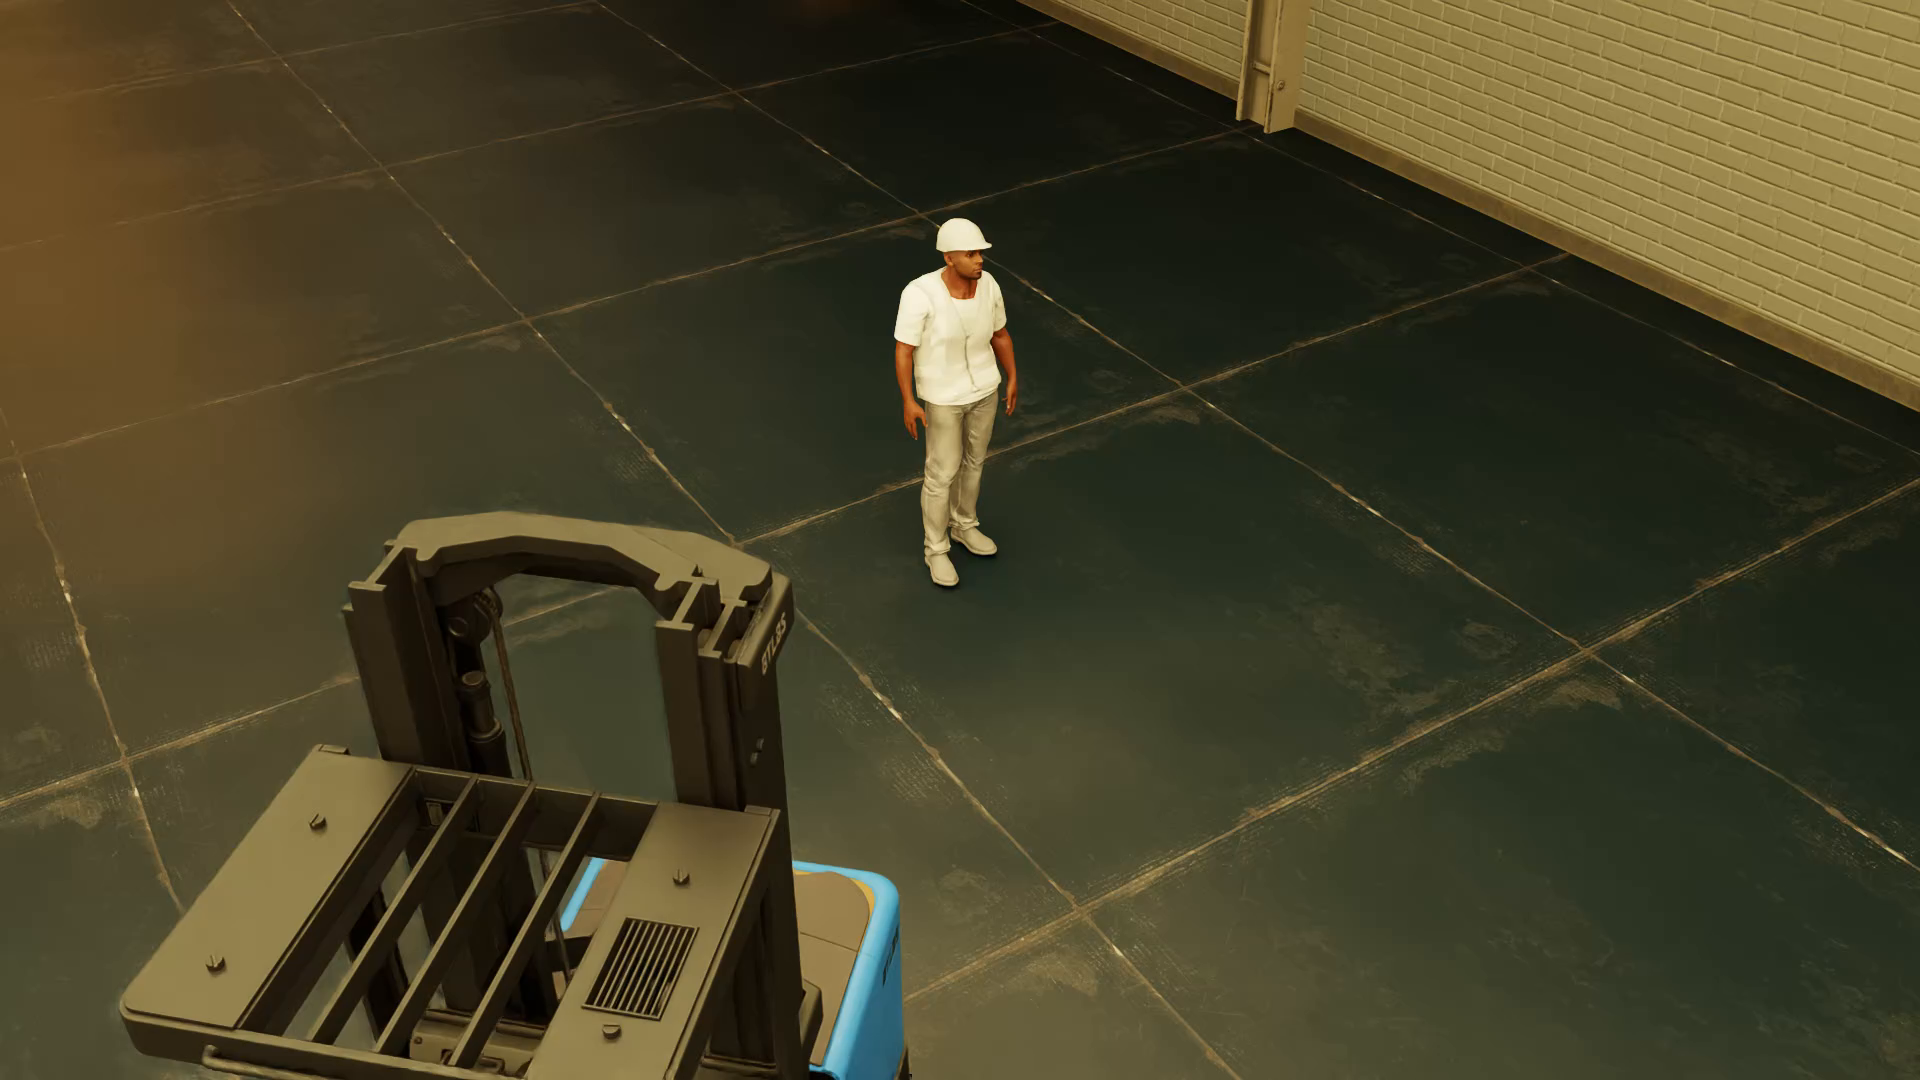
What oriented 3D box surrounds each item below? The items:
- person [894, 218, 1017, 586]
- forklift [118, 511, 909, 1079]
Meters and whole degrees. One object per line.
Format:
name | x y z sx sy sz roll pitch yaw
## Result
person | 0.032 -0.693 8.135 0.665 1.765 0.577 -21 40 -27
forklift | -0.972 1.526 3.976 1.130 2.935 3.031 7 36 9
